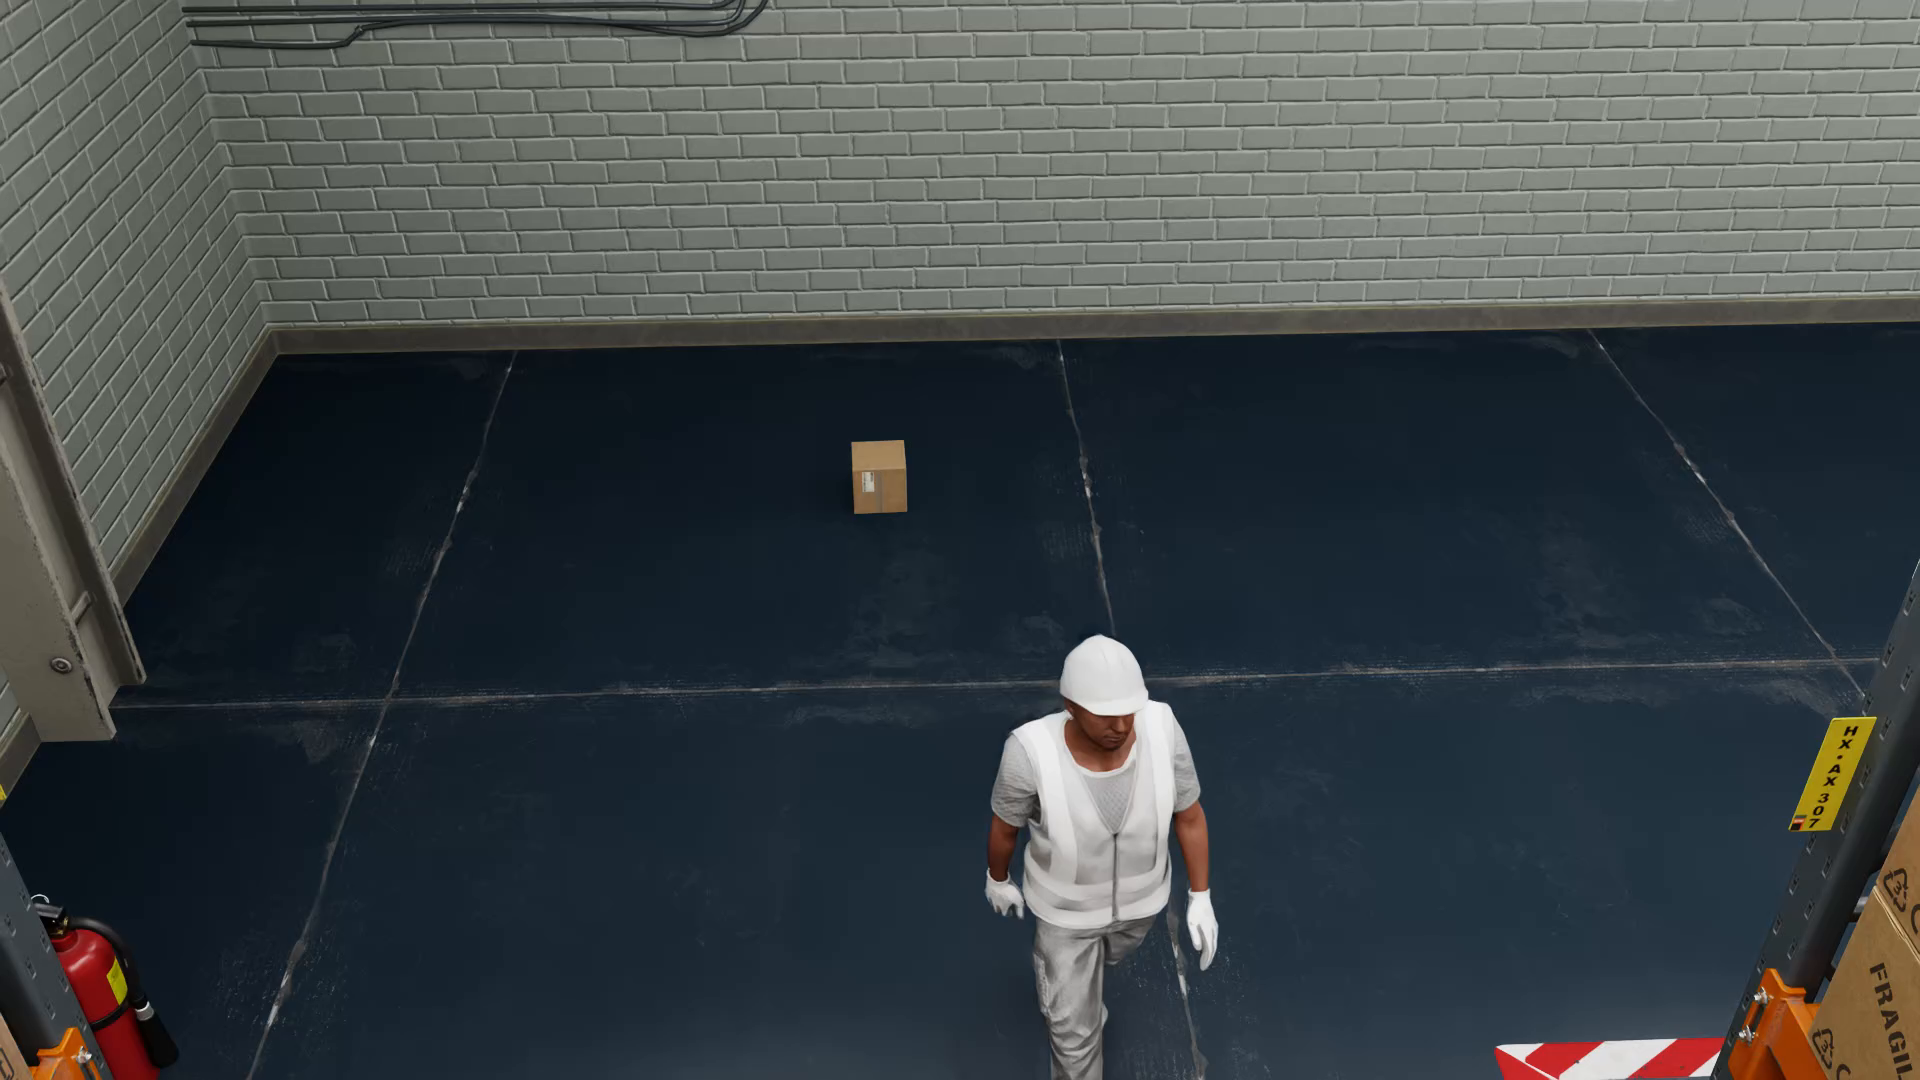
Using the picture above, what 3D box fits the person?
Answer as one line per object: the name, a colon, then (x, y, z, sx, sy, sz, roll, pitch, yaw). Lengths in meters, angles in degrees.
person: (0.408, 1.023, 4.656, 0.586, 1.739, 1.012, -9, 36, -13)
